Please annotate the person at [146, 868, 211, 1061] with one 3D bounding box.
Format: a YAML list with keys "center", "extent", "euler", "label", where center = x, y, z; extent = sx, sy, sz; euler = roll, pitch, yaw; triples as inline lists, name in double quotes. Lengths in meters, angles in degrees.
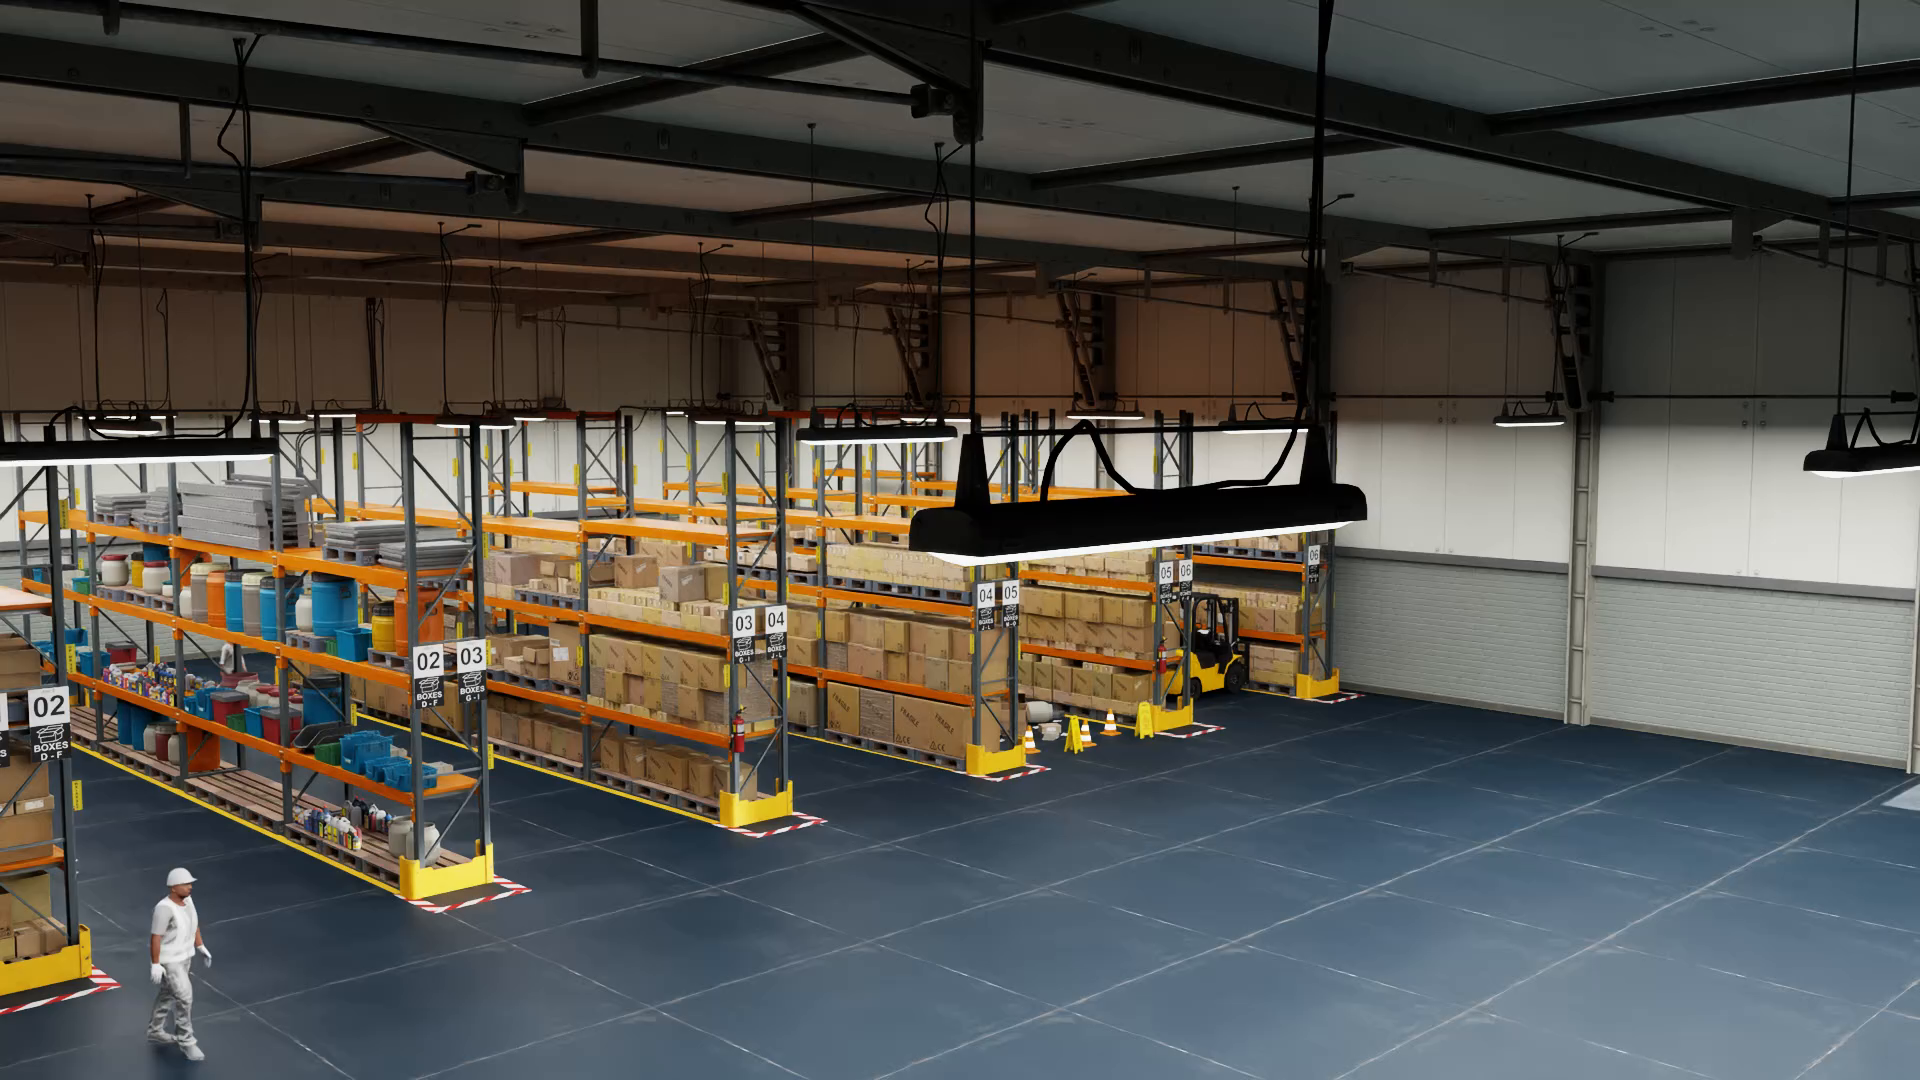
- center: [-7.568, 4.056, 16.040]
  extent: [0.757, 1.795, 0.611]
  euler: [1, 5, 10]
  label: "person"

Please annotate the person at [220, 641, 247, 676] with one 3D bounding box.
- center: [-14.706, 2.618, 33.638]
  extent: [0.972, 1.540, 0.447]
  euler: [5, 7, 43]
  label: "person"
